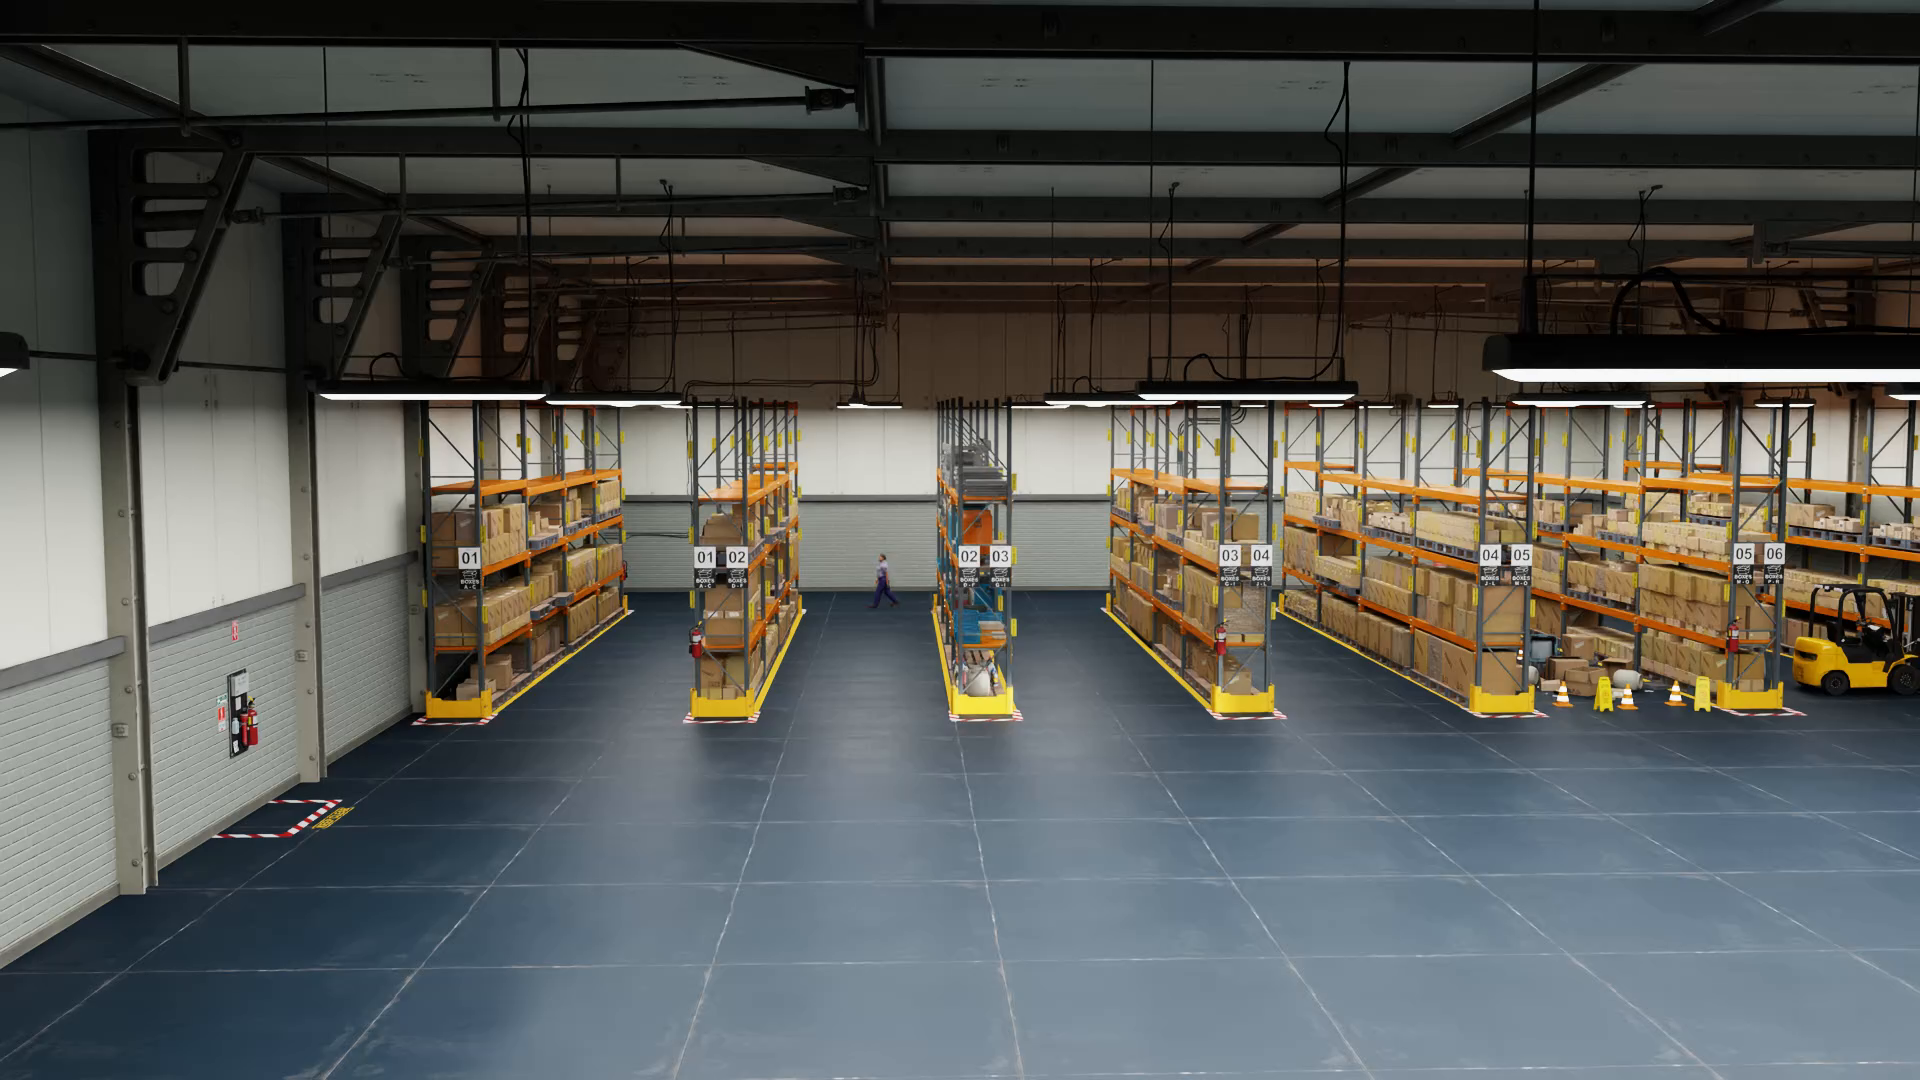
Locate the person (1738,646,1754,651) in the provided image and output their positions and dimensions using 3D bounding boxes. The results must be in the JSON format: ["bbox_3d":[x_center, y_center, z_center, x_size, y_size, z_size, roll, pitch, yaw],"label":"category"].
[{"bbox_3d":[17.163,2.140,36.419,0.546,1.555,0.708,-1,4,-11],"label":"person"}]

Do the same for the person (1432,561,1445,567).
[{"bbox_3d":[14.686,0.861,51.125,0.488,1.784,0.583,-2,5,-23],"label":"person"}]

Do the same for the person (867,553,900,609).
[{"bbox_3d":[-2.221,1.192,48.333,1.001,1.613,0.497,-1,5,-16],"label":"person"}]
